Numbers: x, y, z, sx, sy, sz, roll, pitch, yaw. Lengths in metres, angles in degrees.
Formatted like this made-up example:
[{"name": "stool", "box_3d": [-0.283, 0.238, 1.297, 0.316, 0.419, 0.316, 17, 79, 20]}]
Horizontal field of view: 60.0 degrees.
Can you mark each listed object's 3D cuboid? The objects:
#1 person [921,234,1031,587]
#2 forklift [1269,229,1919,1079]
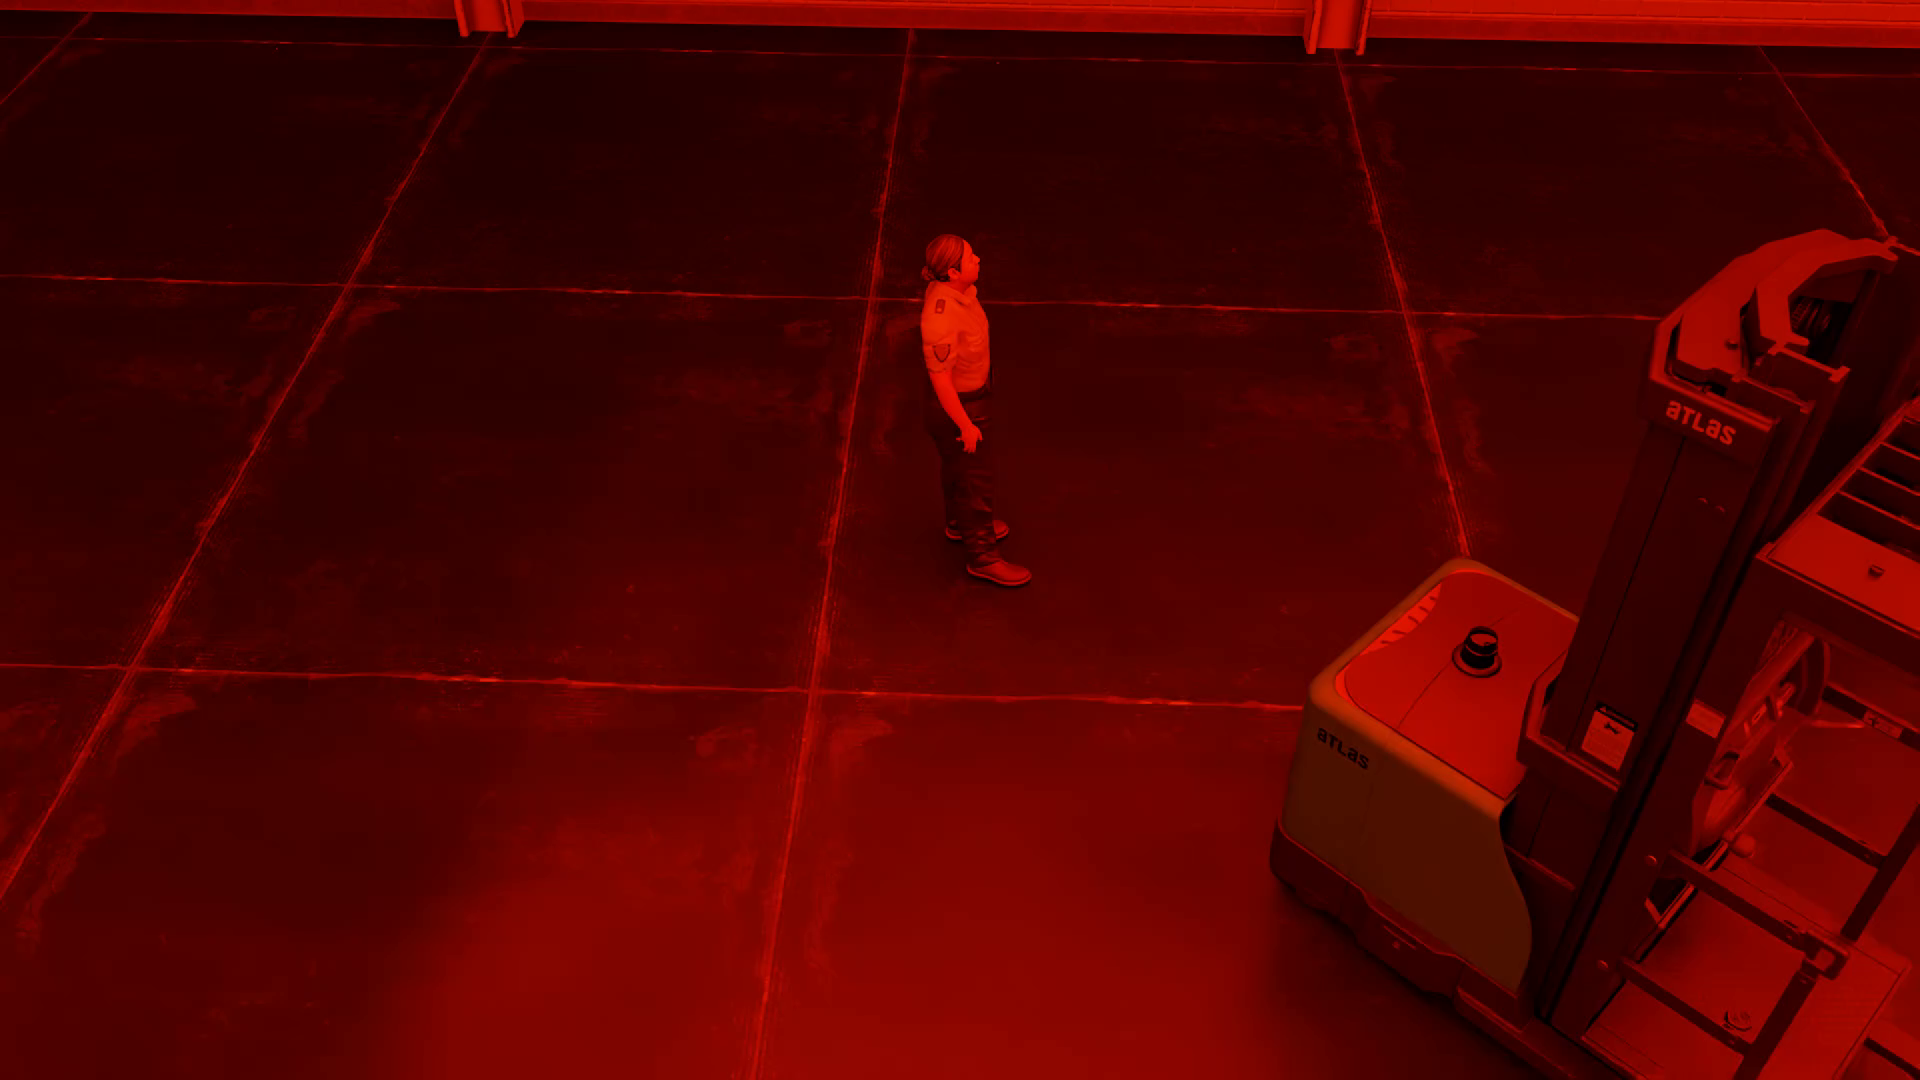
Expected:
[{"name": "person", "box_3d": [0.088, -0.596, 7.336, 0.503, 1.650, 0.599, 2, 42, 2]}, {"name": "forklift", "box_3d": [2.598, 0.685, 4.992, 3.031, 2.935, 1.130, 34, 52, 31]}]
